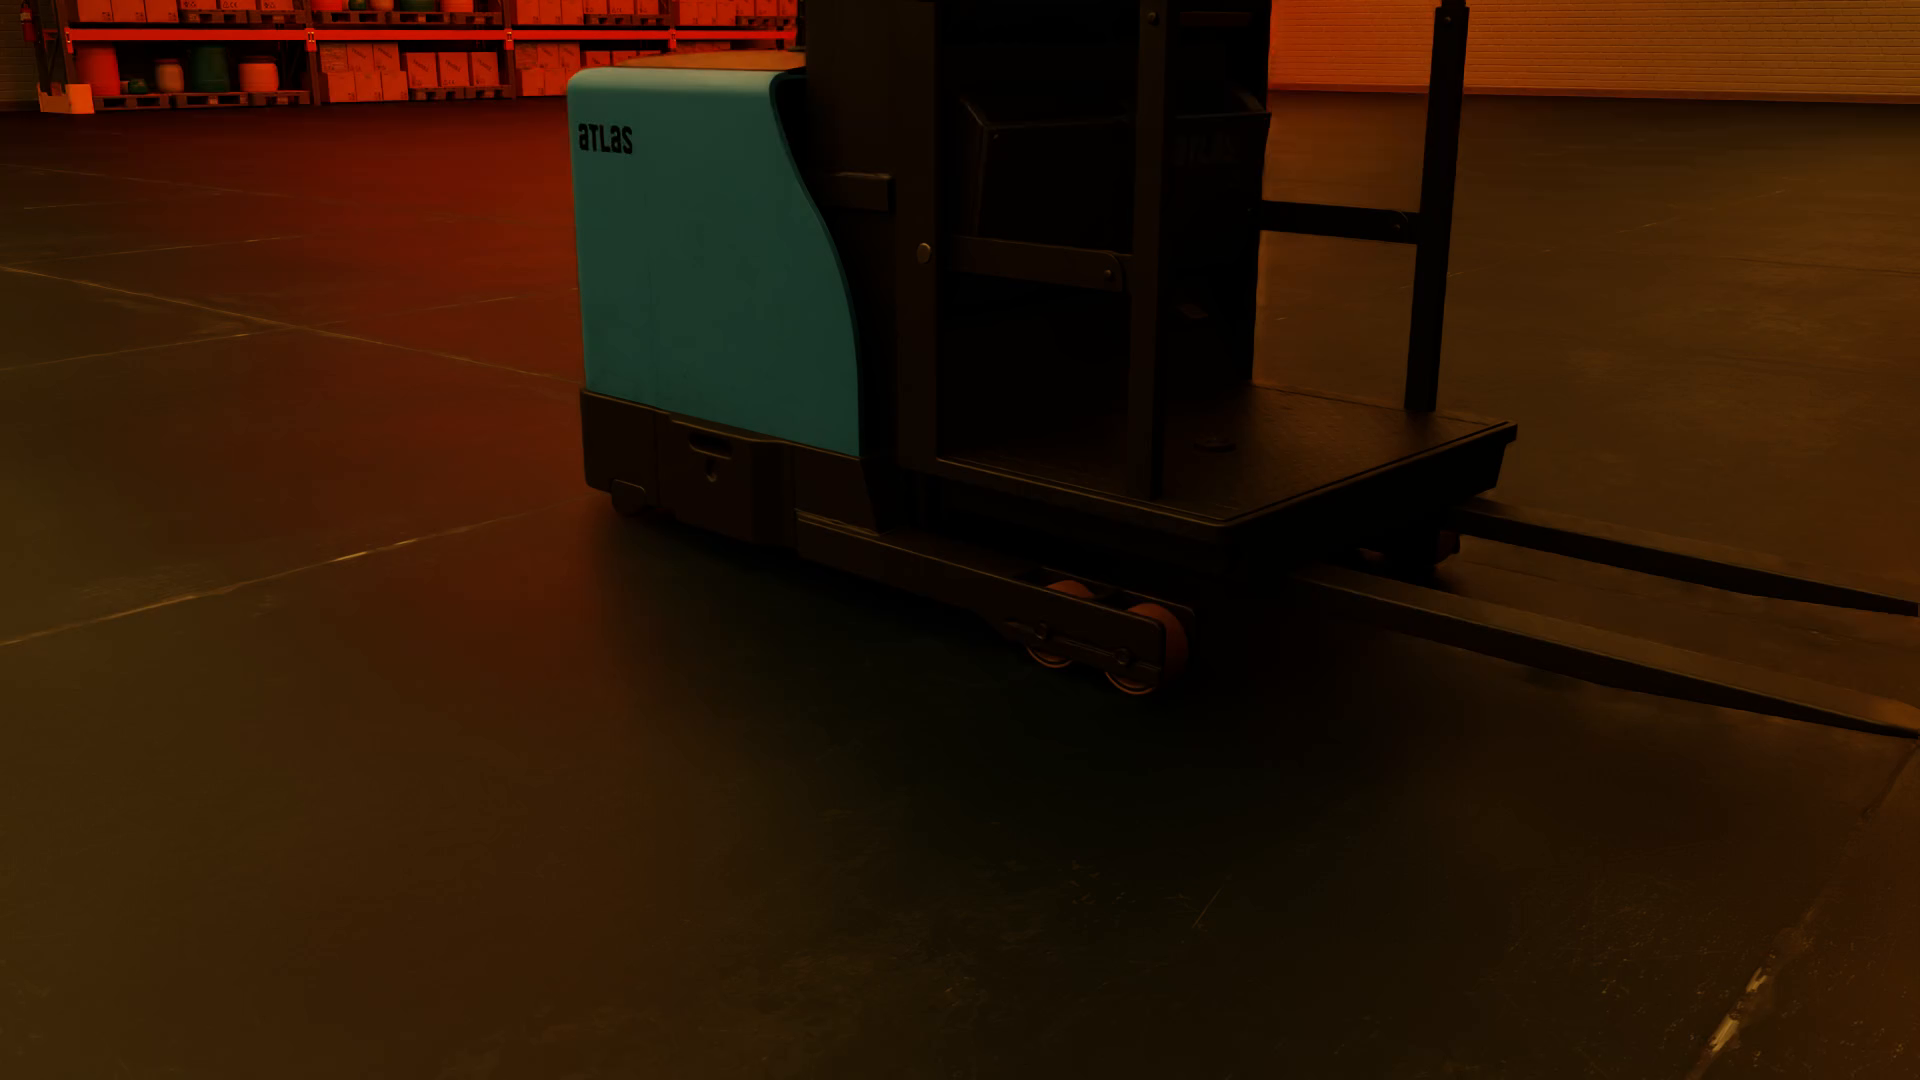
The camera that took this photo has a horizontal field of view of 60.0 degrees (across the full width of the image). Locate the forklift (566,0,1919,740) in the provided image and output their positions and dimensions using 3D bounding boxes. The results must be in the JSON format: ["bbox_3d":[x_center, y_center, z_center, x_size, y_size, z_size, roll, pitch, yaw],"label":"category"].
[{"bbox_3d":[0.473,-1.291,3.149,3.031,2.935,1.130,15,23,41],"label":"forklift"}]
